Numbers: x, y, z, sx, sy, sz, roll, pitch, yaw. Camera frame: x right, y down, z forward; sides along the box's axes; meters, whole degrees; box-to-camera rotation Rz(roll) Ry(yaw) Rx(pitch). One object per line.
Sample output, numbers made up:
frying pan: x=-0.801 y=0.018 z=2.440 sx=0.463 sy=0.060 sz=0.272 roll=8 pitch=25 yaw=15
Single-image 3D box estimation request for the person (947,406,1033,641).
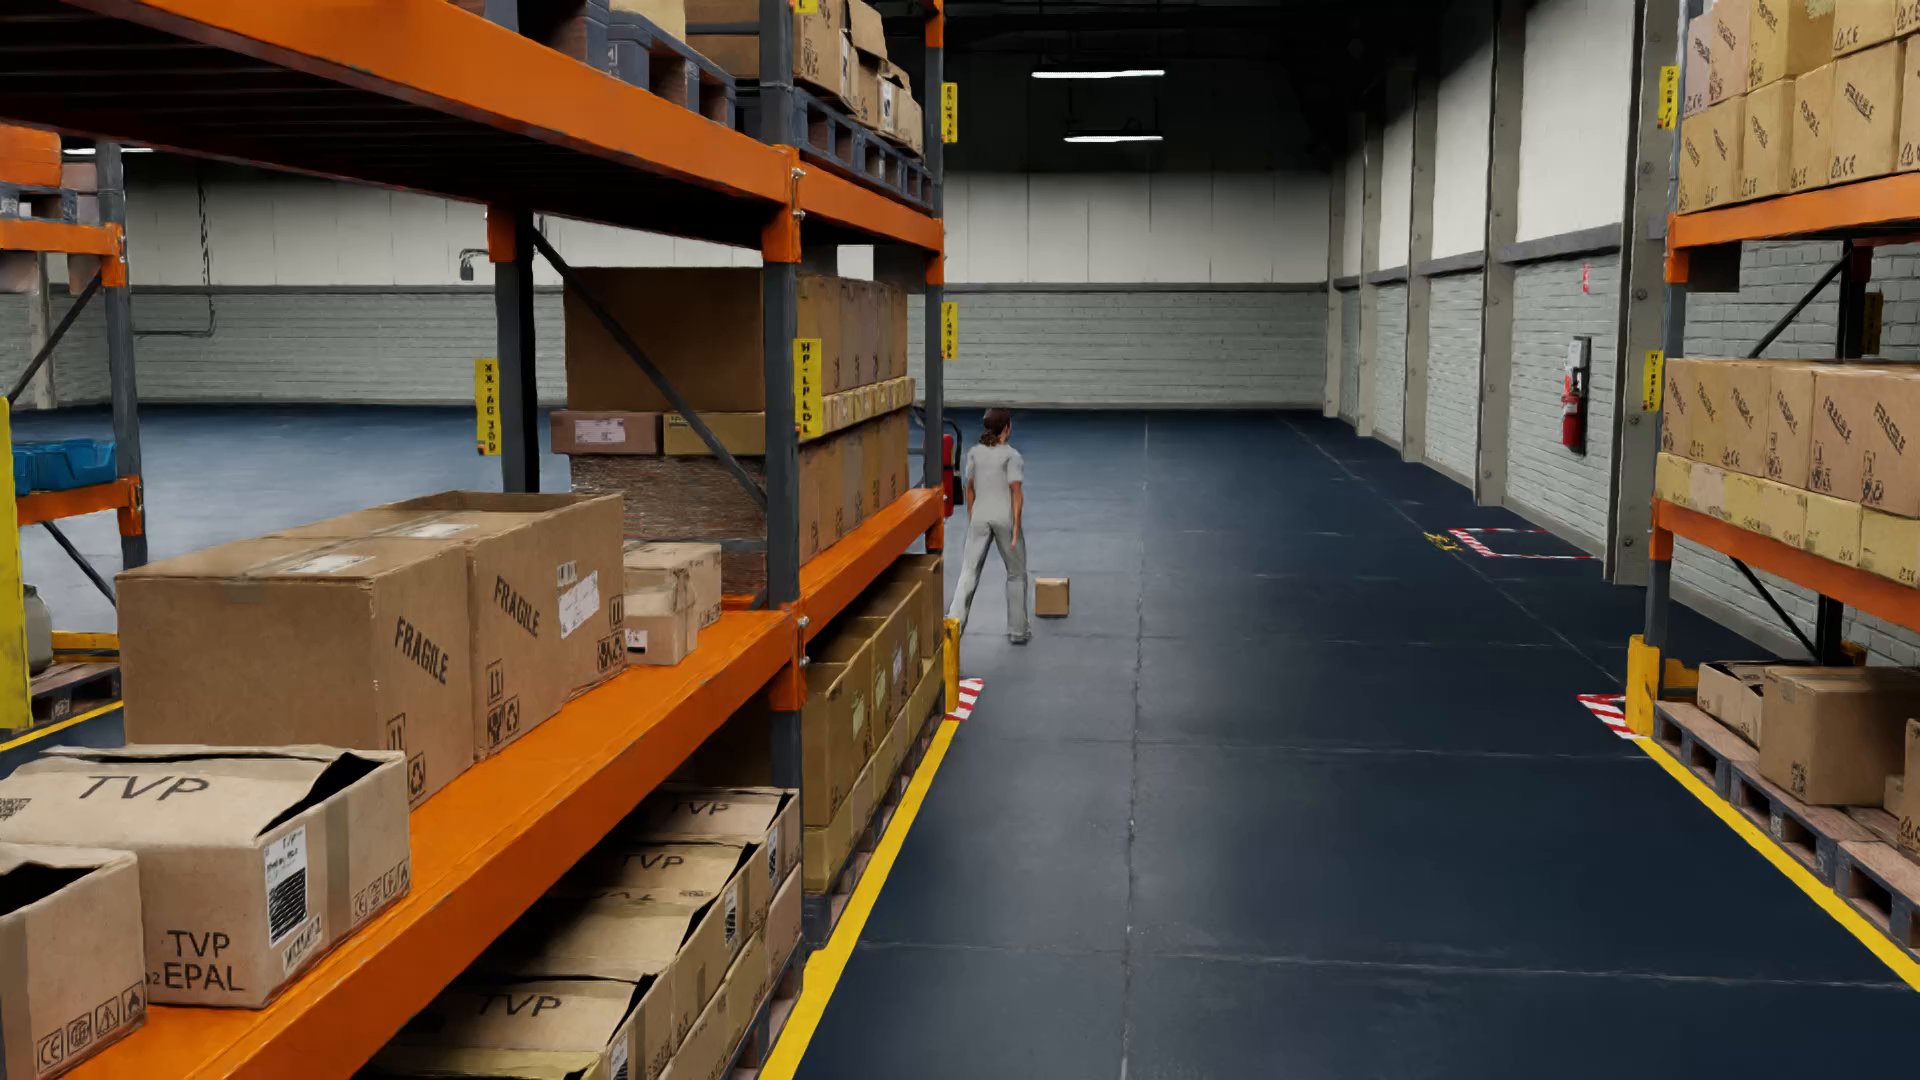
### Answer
person: x=0.200 y=-0.091 z=11.479 sx=0.488 sy=1.656 sz=0.863 roll=3 pitch=8 yaw=21
